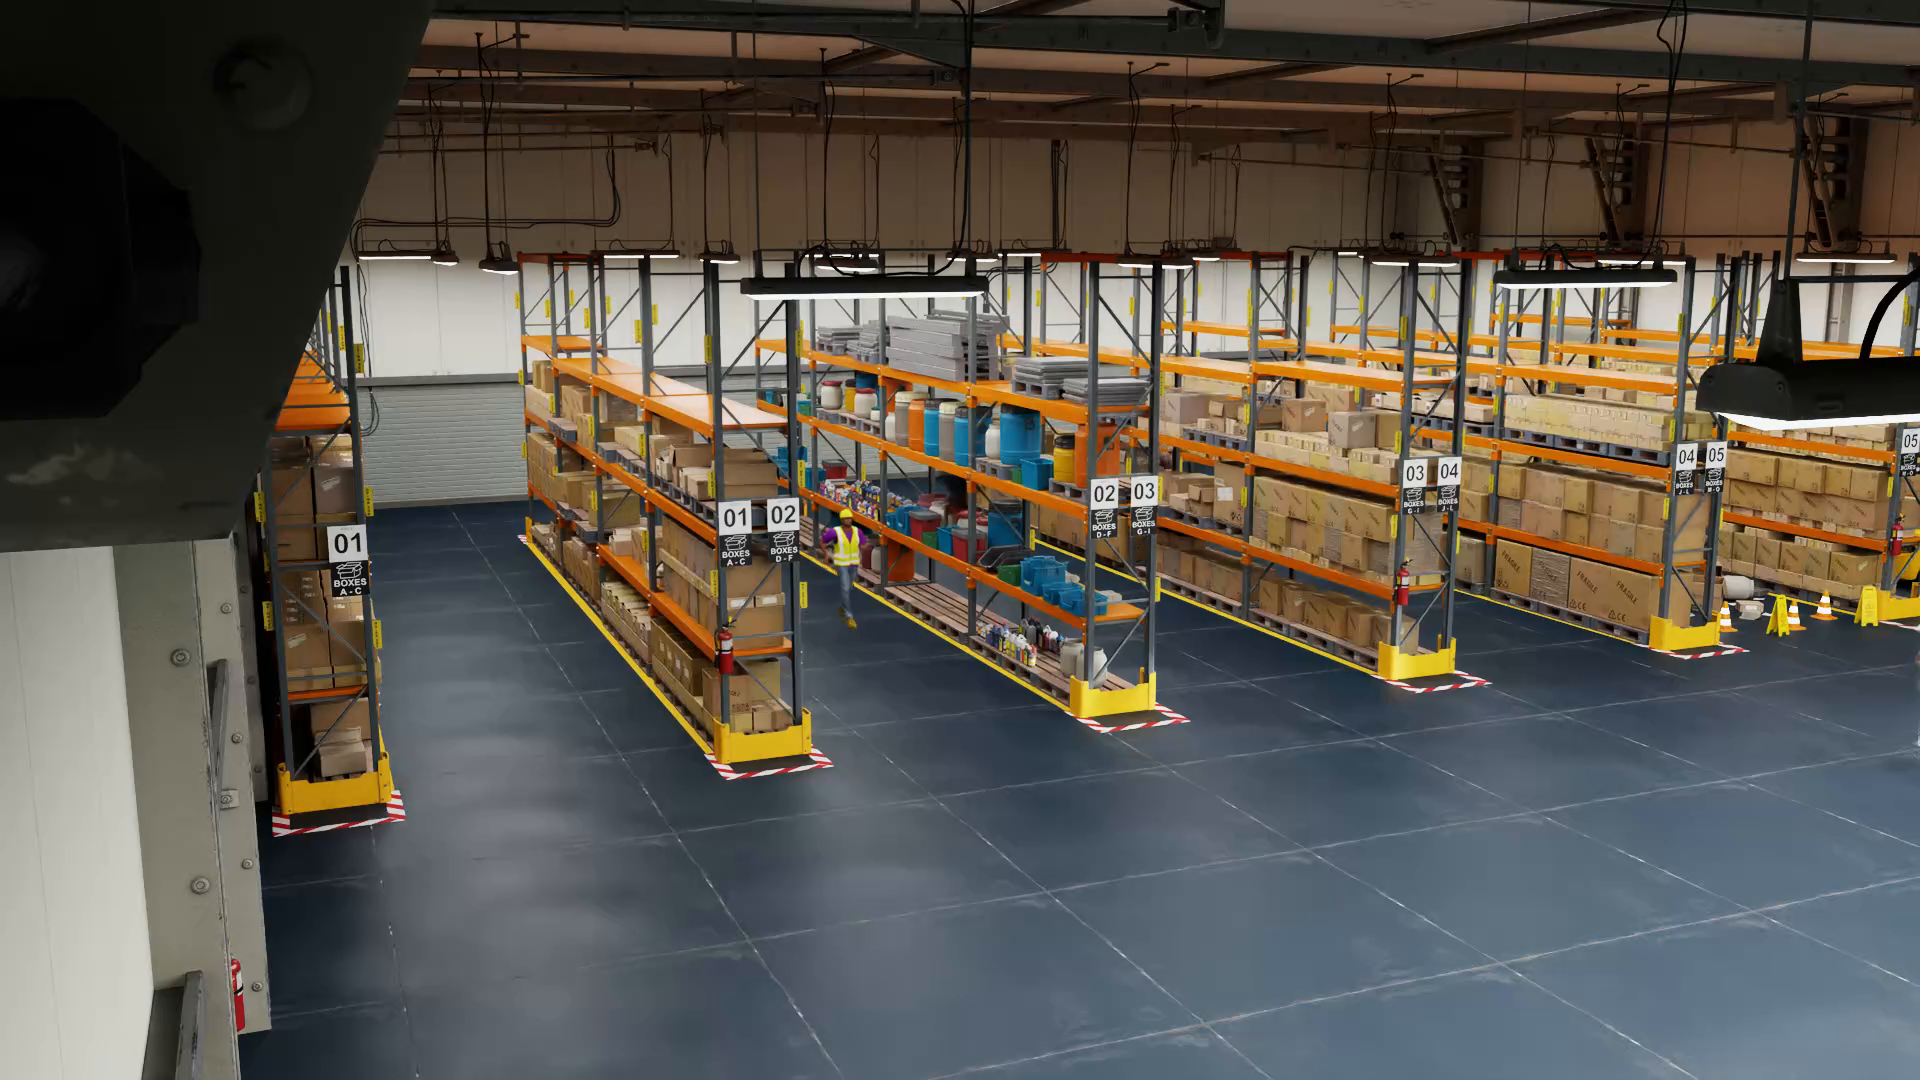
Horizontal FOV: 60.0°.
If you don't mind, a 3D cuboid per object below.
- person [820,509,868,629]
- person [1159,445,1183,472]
[{"bbox_3d":[-1.770,0.421,26.116,0.682,1.820,0.819,-7,12,-32],"label":"person"},{"bbox_3d":[4.672,-1.330,37.422,0.719,1.783,1.001,-4,11,-21],"label":"person"}]
